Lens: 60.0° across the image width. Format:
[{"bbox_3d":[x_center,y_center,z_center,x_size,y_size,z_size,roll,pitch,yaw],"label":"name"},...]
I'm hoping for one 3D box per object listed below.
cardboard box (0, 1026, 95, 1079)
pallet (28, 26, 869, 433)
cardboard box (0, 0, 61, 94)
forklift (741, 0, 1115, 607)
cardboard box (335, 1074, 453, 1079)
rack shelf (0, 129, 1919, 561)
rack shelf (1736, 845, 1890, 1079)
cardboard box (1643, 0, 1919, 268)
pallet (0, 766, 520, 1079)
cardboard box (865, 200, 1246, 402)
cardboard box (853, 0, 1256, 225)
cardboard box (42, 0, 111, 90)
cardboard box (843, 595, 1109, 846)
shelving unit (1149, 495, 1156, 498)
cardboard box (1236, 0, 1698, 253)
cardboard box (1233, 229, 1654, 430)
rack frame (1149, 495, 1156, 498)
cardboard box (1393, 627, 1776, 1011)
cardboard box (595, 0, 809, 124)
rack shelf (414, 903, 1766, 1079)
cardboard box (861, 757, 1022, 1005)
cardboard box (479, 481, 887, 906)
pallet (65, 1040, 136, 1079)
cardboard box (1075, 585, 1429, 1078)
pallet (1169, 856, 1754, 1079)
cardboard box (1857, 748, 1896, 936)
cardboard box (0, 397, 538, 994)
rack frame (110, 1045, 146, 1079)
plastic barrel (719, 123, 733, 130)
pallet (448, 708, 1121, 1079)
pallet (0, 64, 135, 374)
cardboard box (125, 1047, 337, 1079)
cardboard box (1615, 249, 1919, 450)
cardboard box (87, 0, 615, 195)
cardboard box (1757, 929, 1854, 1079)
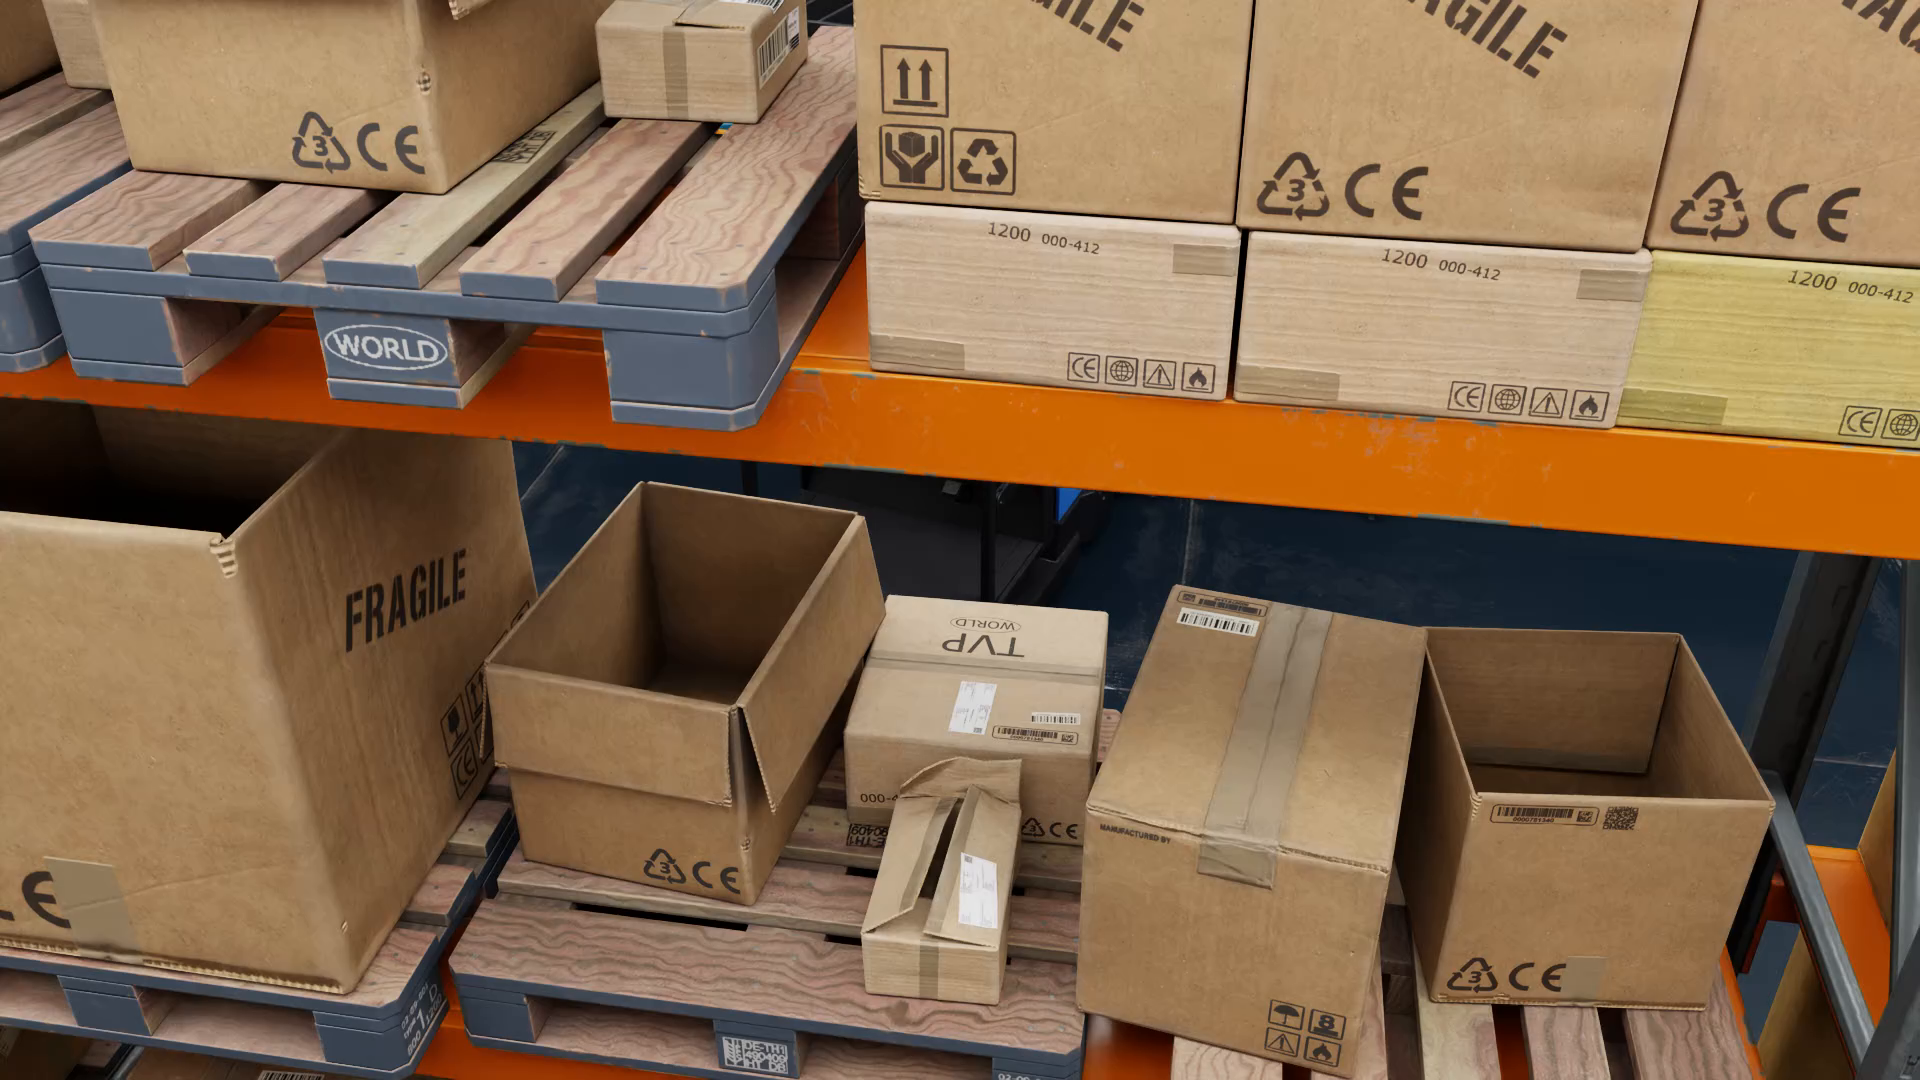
[{"bbox_3d":[-2.670,1.227,4.423,0.500,0.500,0.500,4,32,7],"label":"cardboard box"},{"bbox_3d":[-0.668,-0.588,2.712,1.003,0.211,1.213,5,32,8],"label":"pallet"},{"bbox_3d":[-1.835,-0.997,2.696,0.637,0.503,0.797,4,32,6],"label":"cardboard box"},{"bbox_3d":[-0.247,-0.939,5.987,1.130,2.935,3.031,13,34,20],"label":"forklift"},{"bbox_3d":[-1.213,1.394,4.138,0.500,0.500,0.700,5,32,8],"label":"cardboard box"},{"bbox_3d":[-0.310,-0.386,2.890,4.000,0.370,1.077,5,32,8],"label":"rack shelf"},{"bbox_3d":[3.633,1.243,3.116,4.000,0.370,1.077,5,32,8],"label":"rack shelf"},{"bbox_3d":[1.149,-0.678,2.114,0.500,0.500,0.500,6,33,9],"label":"cardboard box"},{"bbox_3d":[-1.553,0.628,3.601,1.213,0.211,1.003,5,32,8],"label":"pallet"},{"bbox_3d":[0.165,-0.446,2.450,0.500,0.250,0.500,6,33,10],"label":"cardboard box"},{"bbox_3d":[0.156,-0.771,2.262,0.500,0.500,0.500,6,32,9],"label":"cardboard box"},{"bbox_3d":[-1.338,-0.959,2.858,0.258,0.266,0.396,6,33,10],"label":"cardboard box"},{"bbox_3d":[0.048,0.375,3.570,0.500,0.250,0.500,4,32,7],"label":"cardboard box"},{"bbox_3d":[1.410,-0.765,7.356,1.048,1.125,0.538,5,26,7],"label":"shelving unit"},{"bbox_3d":[0.641,-0.718,2.178,0.500,0.500,0.500,5,32,8],"label":"cardboard box"},{"bbox_3d":[0.660,-0.400,2.376,0.500,0.250,0.500,5,32,8],"label":"cardboard box"},{"bbox_3d":[0.907,-0.805,7.417,0.032,1.125,0.500,5,26,7],"label":"rack frame"},{"bbox_3d":[1.122,0.511,3.116,0.500,0.500,0.500,1,32,2],"label":"cardboard box"},{"bbox_3d":[-0.417,-0.833,2.751,0.250,0.166,0.380,4,32,7],"label":"cardboard box"},{"bbox_3d":[-0.310,0.886,3.686,4.000,0.370,1.077,5,32,8],"label":"rack shelf"},{"bbox_3d":[-0.028,0.630,3.146,0.258,0.266,0.396,4,32,7],"label":"cardboard box"},{"bbox_3d":[-0.558,0.287,3.472,0.637,0.503,0.797,8,33,13],"label":"cardboard box"},{"bbox_3d":[-2.950,1.543,4.587,1.213,0.211,1.003,5,32,8],"label":"pallet"},{"bbox_3d":[0.555,0.514,3.112,0.500,0.500,0.700,10,33,15],"label":"cardboard box"},{"bbox_3d":[0.941,0.833,3.274,1.003,0.211,1.213,5,32,8],"label":"pallet"},{"bbox_3d":[2.189,0.631,3.320,0.500,0.500,0.500,6,33,10],"label":"cardboard box"},{"bbox_3d":[-1.522,0.114,3.280,1.000,1.000,1.000,5,32,9],"label":"cardboard box"},{"bbox_3d":[-2.282,0.402,3.780,0.127,3.000,1.000,5,32,8],"label":"rack frame"},{"bbox_3d":[-1.119,-2.208,7.478,0.708,0.901,0.600,5,32,8],"label":"plastic barrel"},{"bbox_3d":[-0.297,0.685,3.509,1.213,0.211,1.003,5,32,8],"label":"pallet"},{"bbox_3d":[-1.691,-0.679,2.857,1.003,0.211,1.213,5,32,8],"label":"pallet"},{"bbox_3d":[-1.680,1.341,4.221,0.500,0.500,0.700,3,32,4],"label":"cardboard box"},{"bbox_3d":[1.151,-0.363,2.317,0.500,0.250,0.500,5,32,8],"label":"cardboard box"},{"bbox_3d":[-0.906,-0.914,2.562,0.637,0.503,0.797,6,33,10],"label":"cardboard box"},{"bbox_3d":[2.338,1.554,3.547,0.875,0.875,1.225,4,32,6],"label":"cardboard box"}]
